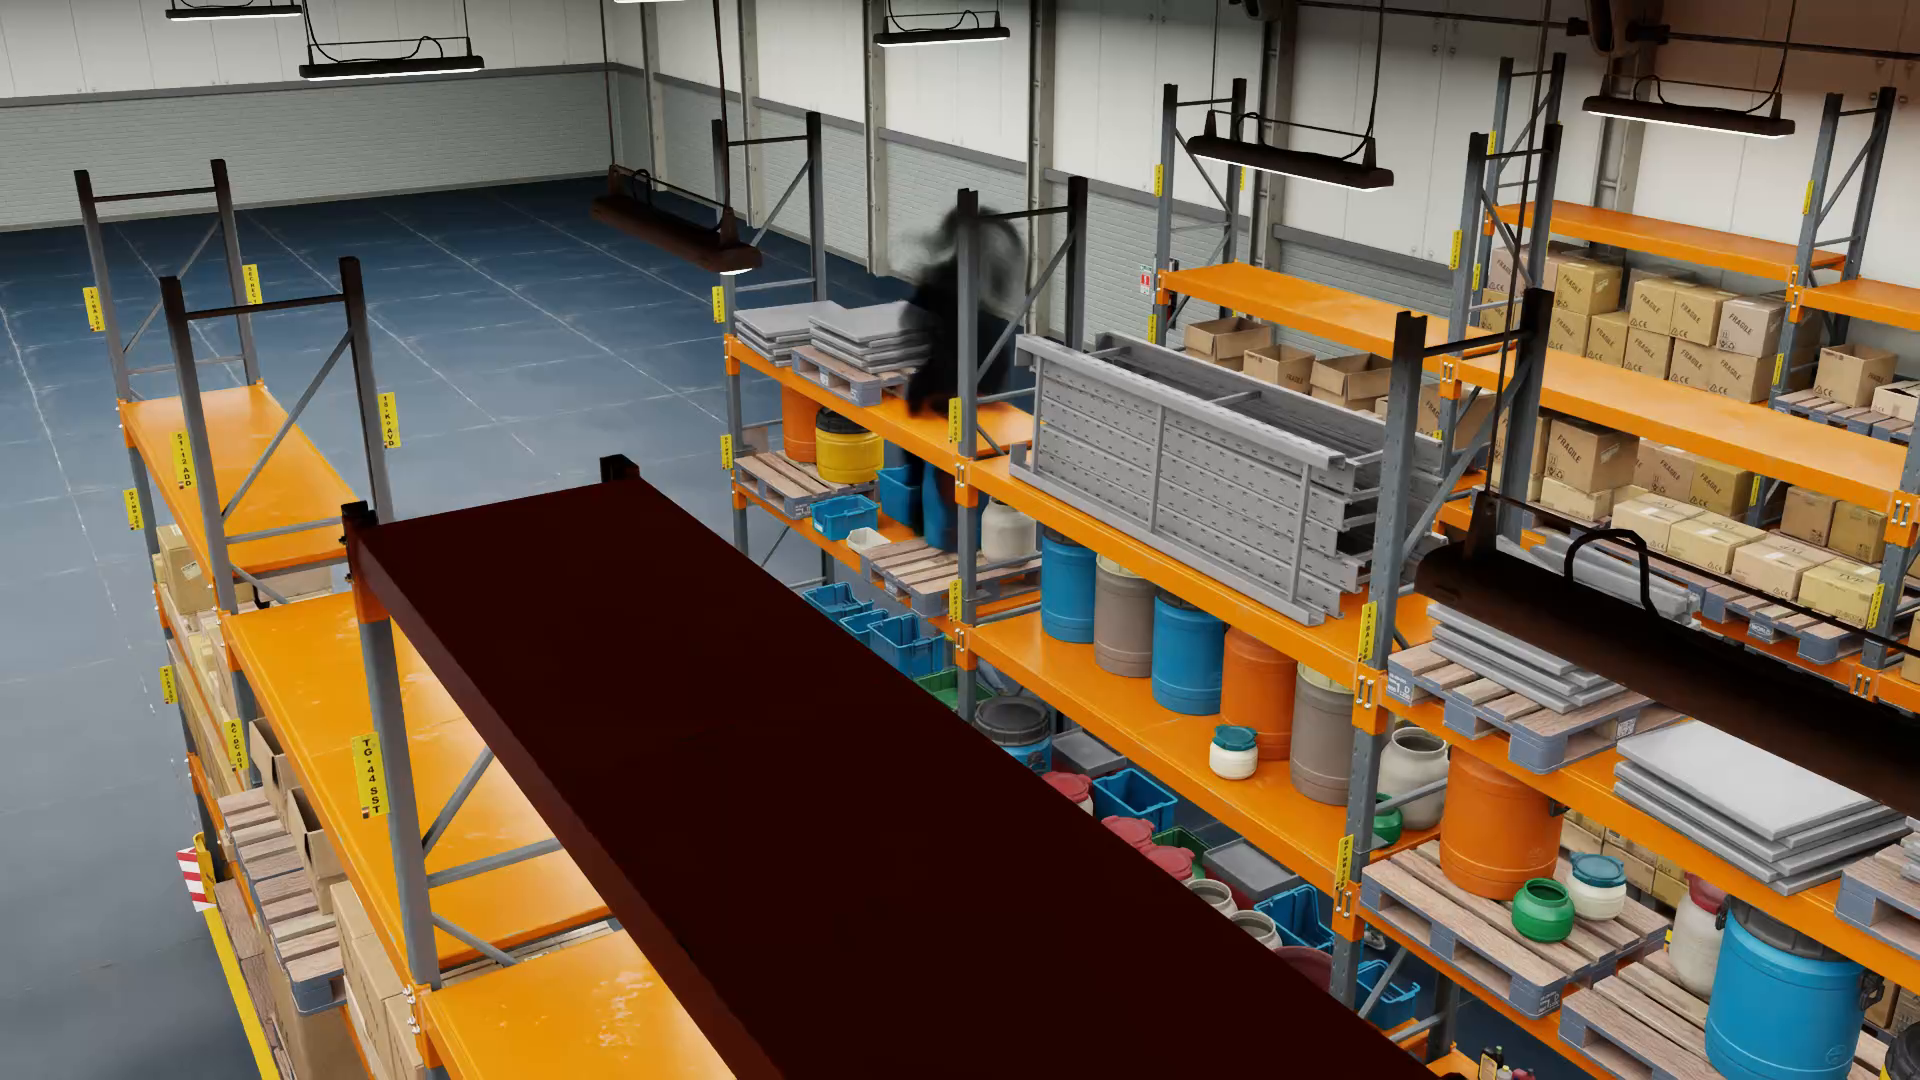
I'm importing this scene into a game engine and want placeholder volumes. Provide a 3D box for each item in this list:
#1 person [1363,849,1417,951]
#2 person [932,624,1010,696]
[{"bbox_3d":[3.433,2.520,12.882,0.625,1.654,0.724,-18,28,-37],"label":"person"},{"bbox_3d":[-0.001,0.944,16.695,0.765,1.755,0.870,-19,29,-39],"label":"person"}]
